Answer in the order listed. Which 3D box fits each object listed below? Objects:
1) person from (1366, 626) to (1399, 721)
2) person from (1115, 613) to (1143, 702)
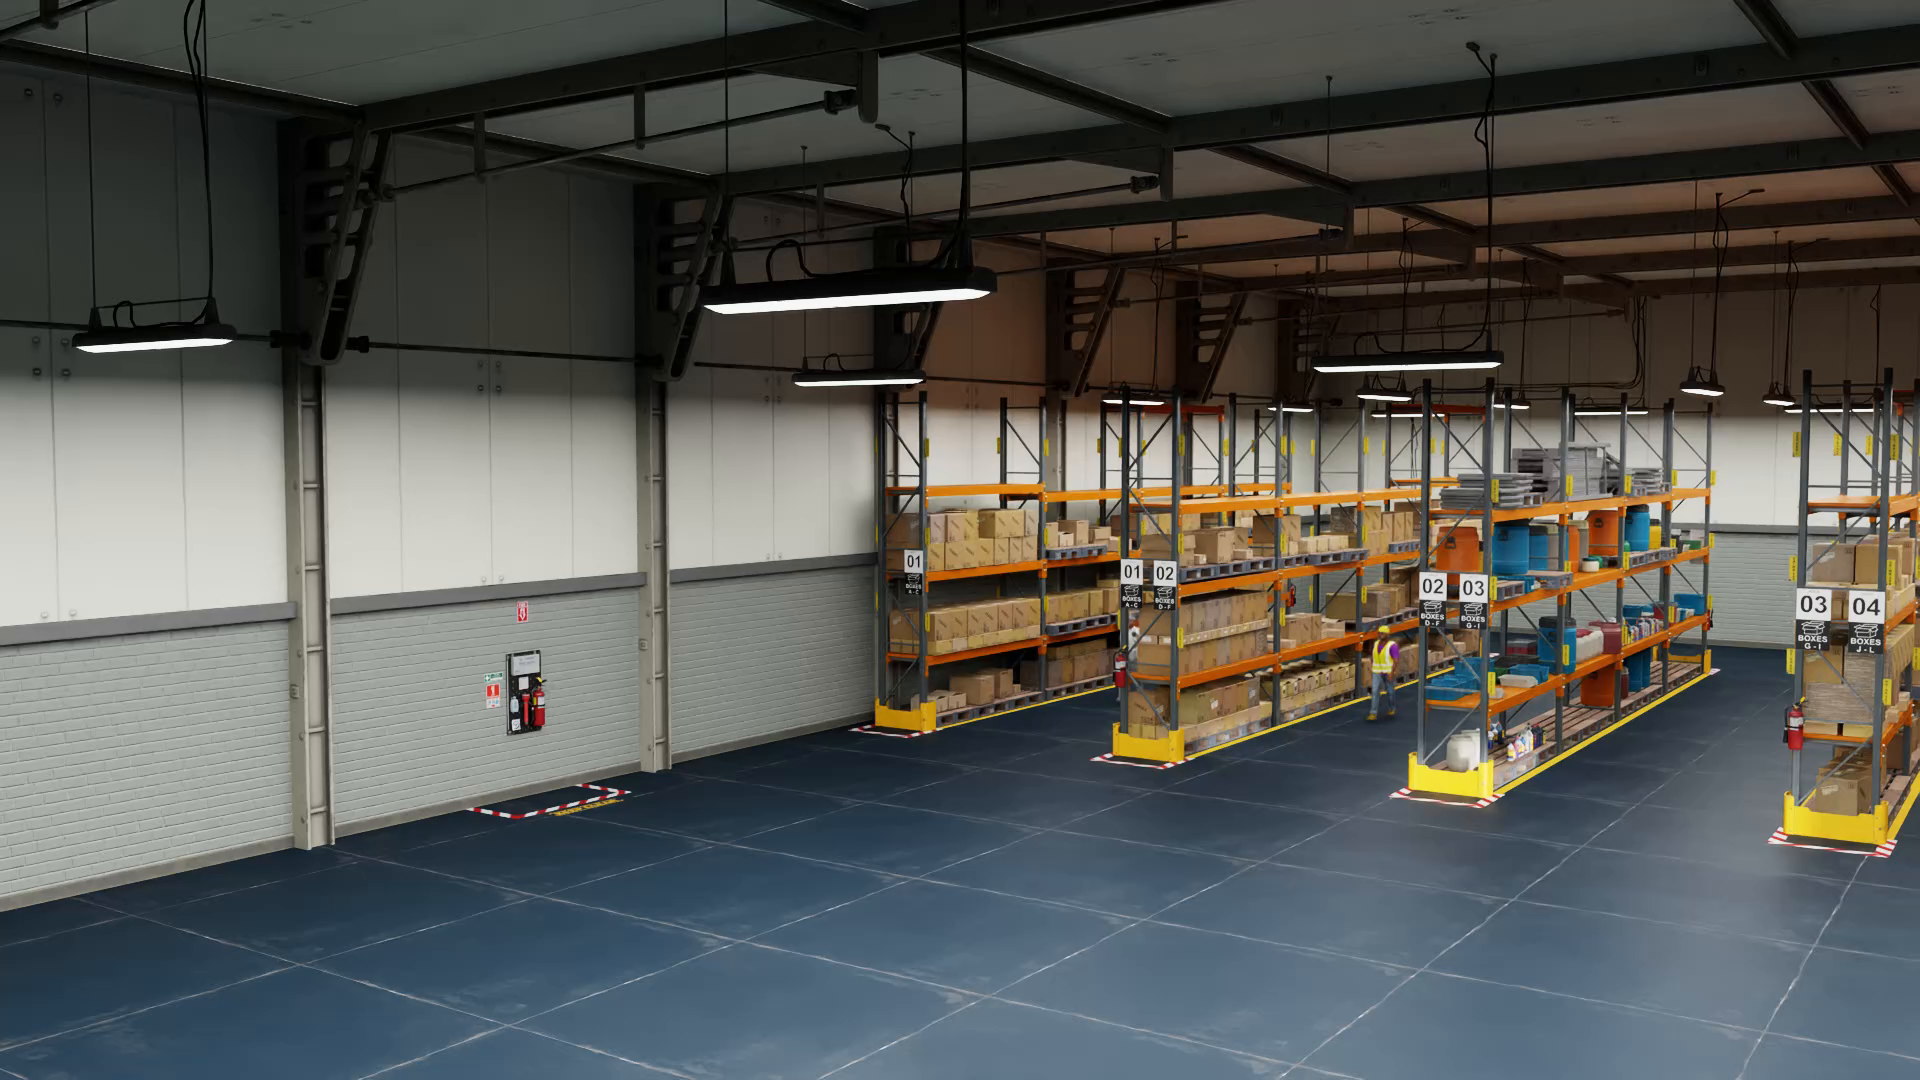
[{"bbox_3d":[7.786,2.430,30.517,0.543,1.706,1.079,2,4,26],"label":"person"},{"bbox_3d":[3.371,2.296,32.831,0.550,1.724,1.069,1,3,19],"label":"person"}]
